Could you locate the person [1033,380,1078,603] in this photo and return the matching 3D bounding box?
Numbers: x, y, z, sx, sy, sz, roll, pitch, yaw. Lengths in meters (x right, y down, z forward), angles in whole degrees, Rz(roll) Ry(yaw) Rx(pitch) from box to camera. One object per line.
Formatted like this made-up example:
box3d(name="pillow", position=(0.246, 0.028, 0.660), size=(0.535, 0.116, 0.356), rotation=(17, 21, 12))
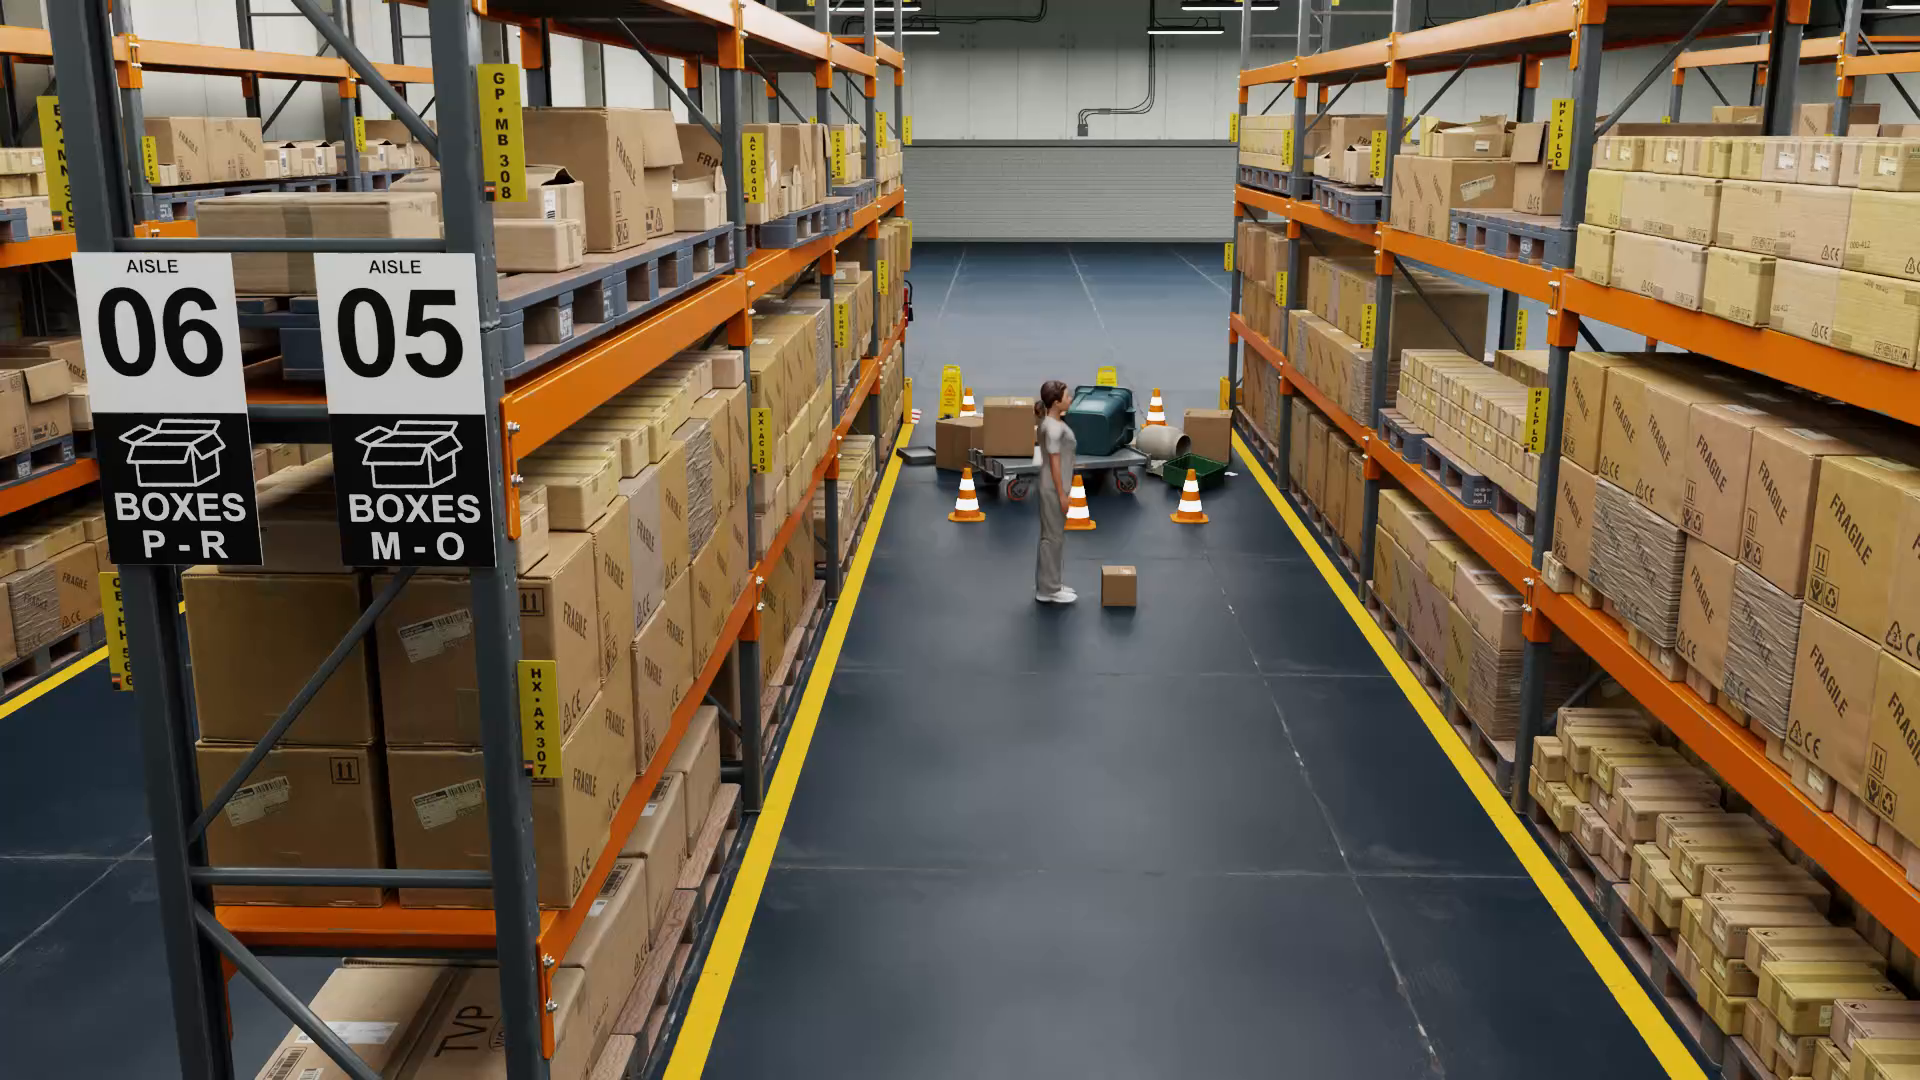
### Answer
box3d(name="person", position=(0.709, -0.353, 12.405), size=(0.351, 1.699, 0.473), rotation=(0, 14, 2))
